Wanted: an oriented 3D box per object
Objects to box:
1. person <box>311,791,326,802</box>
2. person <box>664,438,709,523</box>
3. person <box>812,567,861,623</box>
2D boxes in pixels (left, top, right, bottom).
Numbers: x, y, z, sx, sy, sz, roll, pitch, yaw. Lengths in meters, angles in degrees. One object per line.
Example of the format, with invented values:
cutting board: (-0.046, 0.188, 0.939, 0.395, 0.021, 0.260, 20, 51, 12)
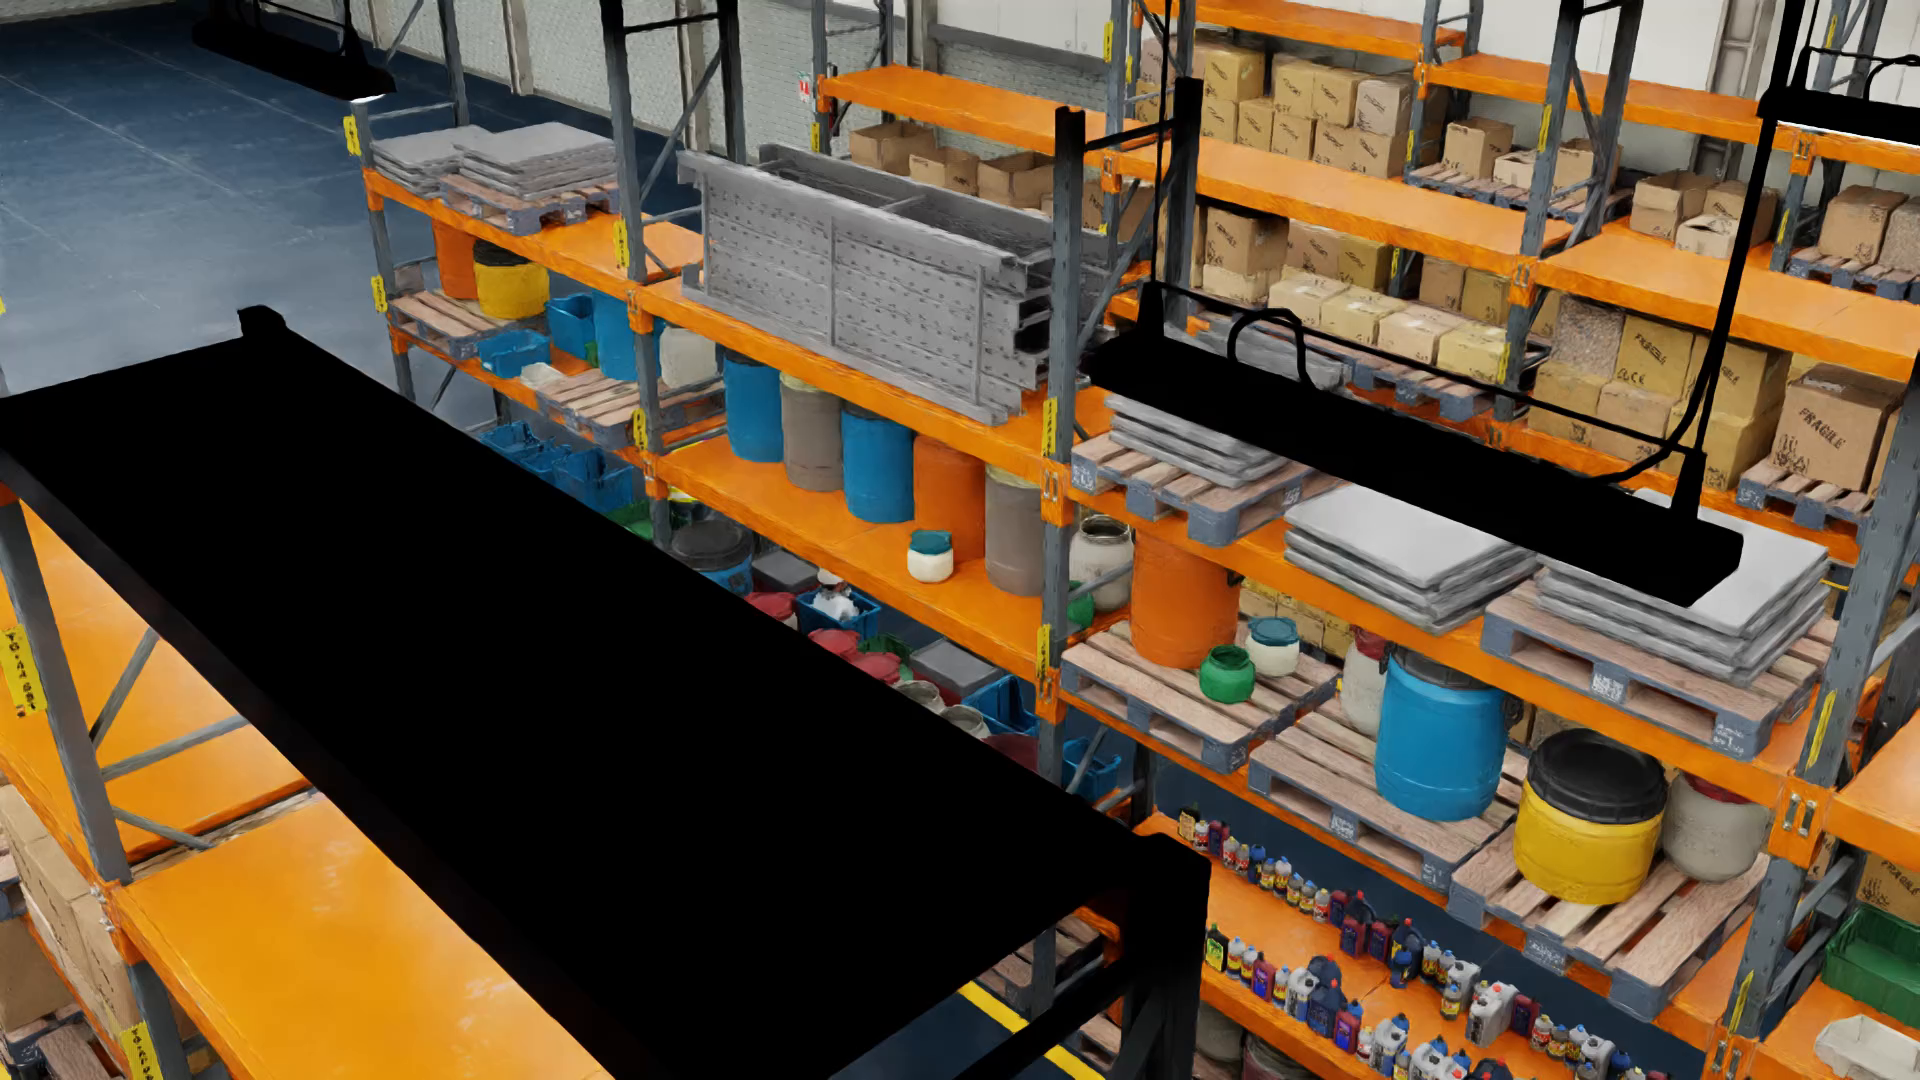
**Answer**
person: (-3.924, 2.322, 10.683, 0.581, 1.718, 0.641, -9, 29, -16)
person: (-2.599, -0.440, 15.886, 0.578, 1.714, 0.719, 25, 37, 38)
person: (-0.975, 0.930, 12.846, 0.598, 1.764, 0.483, 17, 33, 29)
